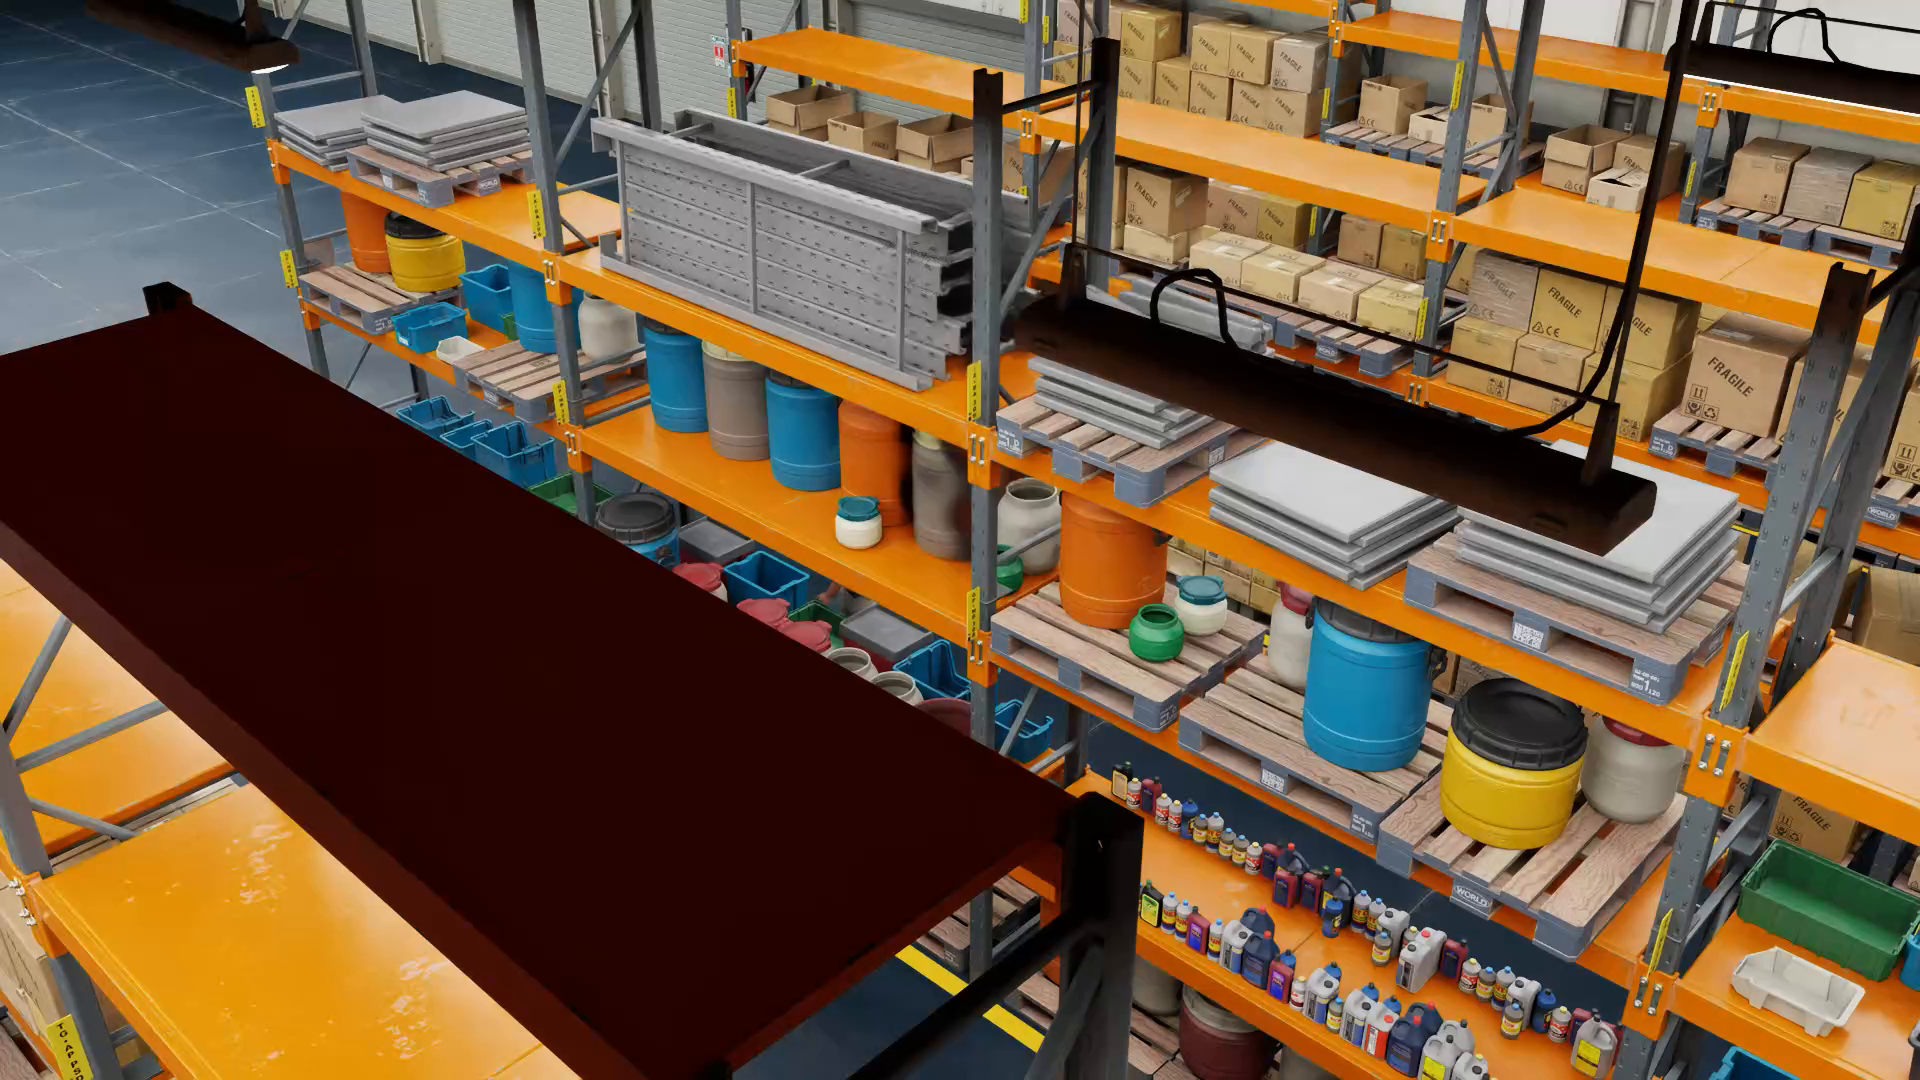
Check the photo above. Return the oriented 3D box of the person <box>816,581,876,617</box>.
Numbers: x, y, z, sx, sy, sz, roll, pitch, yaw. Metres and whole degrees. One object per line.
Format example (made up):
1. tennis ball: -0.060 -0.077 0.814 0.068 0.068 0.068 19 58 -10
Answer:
1. person: -0.832 0.401 13.817 0.647 1.738 0.608 5 30 9
